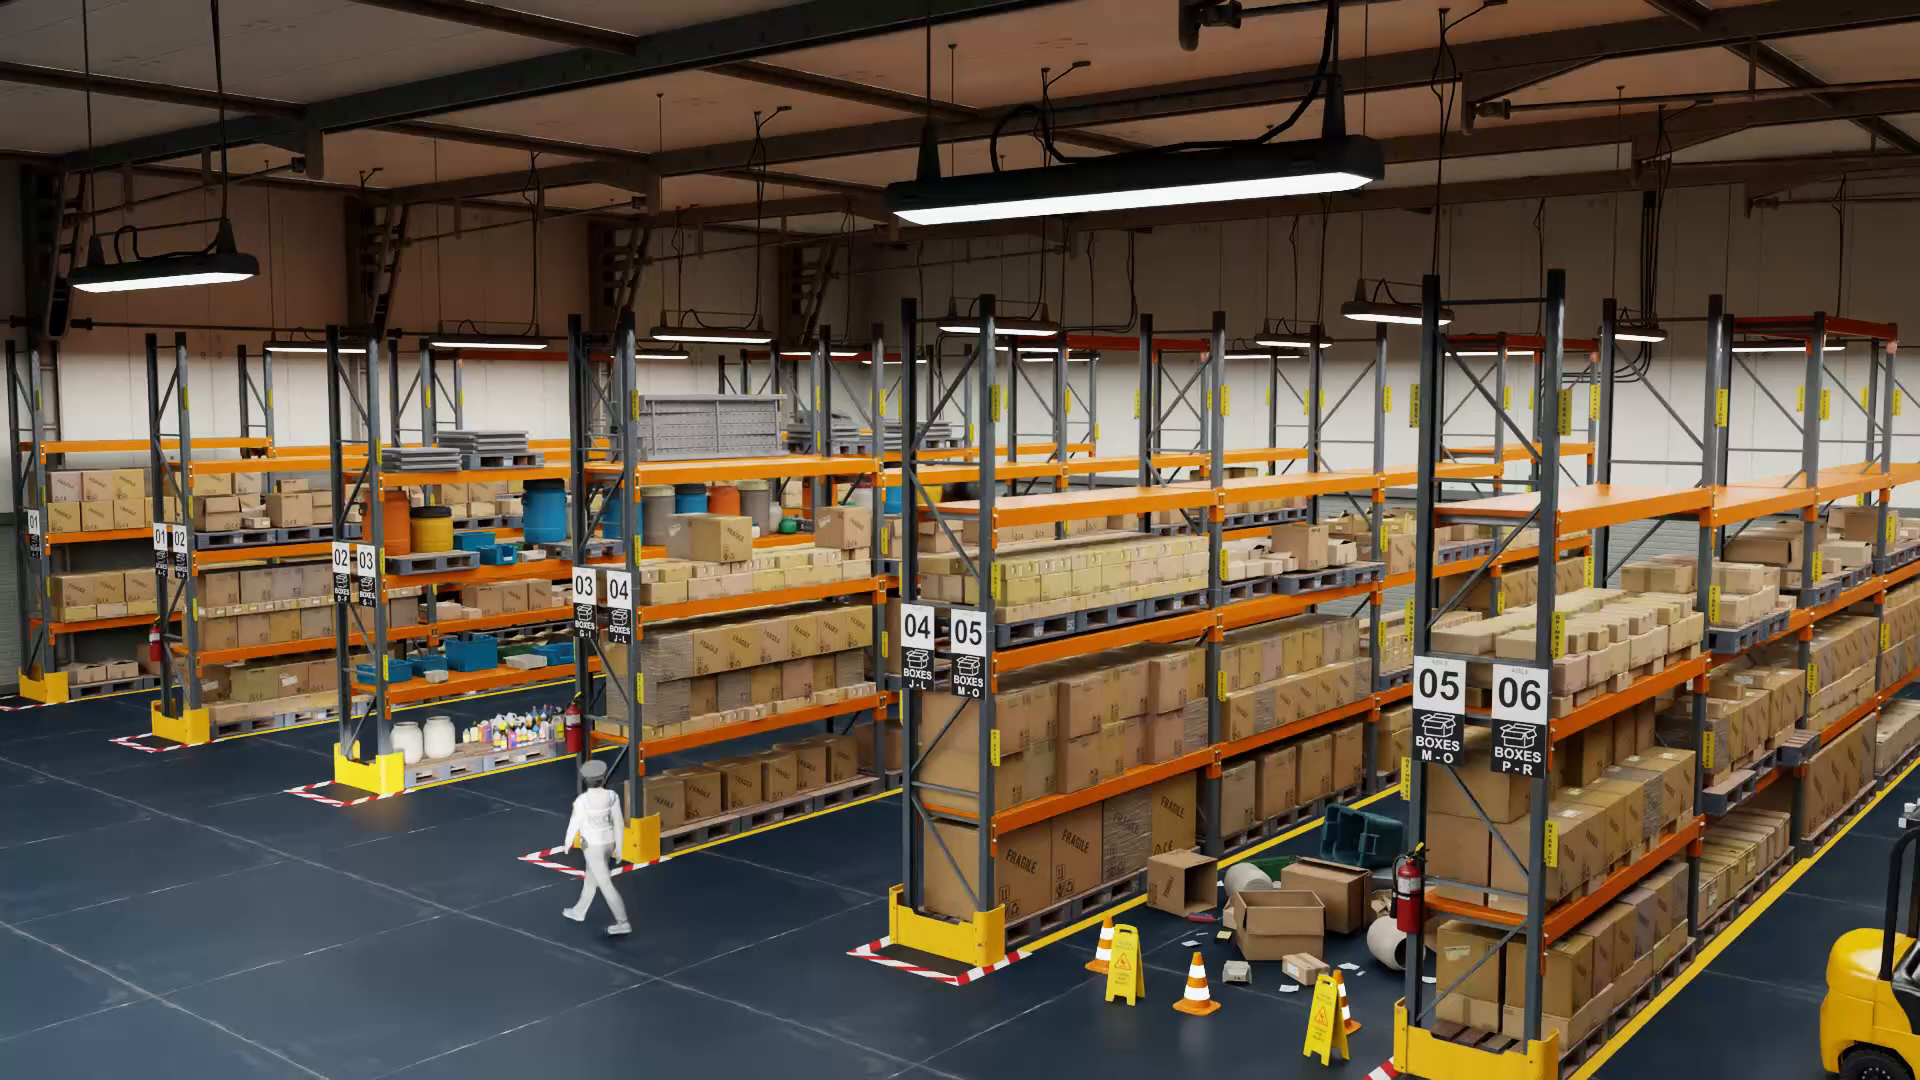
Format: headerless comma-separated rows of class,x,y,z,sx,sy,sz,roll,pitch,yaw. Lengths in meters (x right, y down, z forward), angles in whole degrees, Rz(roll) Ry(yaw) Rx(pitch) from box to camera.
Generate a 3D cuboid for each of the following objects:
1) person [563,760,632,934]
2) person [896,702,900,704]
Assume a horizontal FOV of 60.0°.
person,-3.523,2.902,15.839,0.936,1.640,0.459,2,6,24
person,-0.954,1.854,27.351,0.423,1.620,0.488,5,7,43
